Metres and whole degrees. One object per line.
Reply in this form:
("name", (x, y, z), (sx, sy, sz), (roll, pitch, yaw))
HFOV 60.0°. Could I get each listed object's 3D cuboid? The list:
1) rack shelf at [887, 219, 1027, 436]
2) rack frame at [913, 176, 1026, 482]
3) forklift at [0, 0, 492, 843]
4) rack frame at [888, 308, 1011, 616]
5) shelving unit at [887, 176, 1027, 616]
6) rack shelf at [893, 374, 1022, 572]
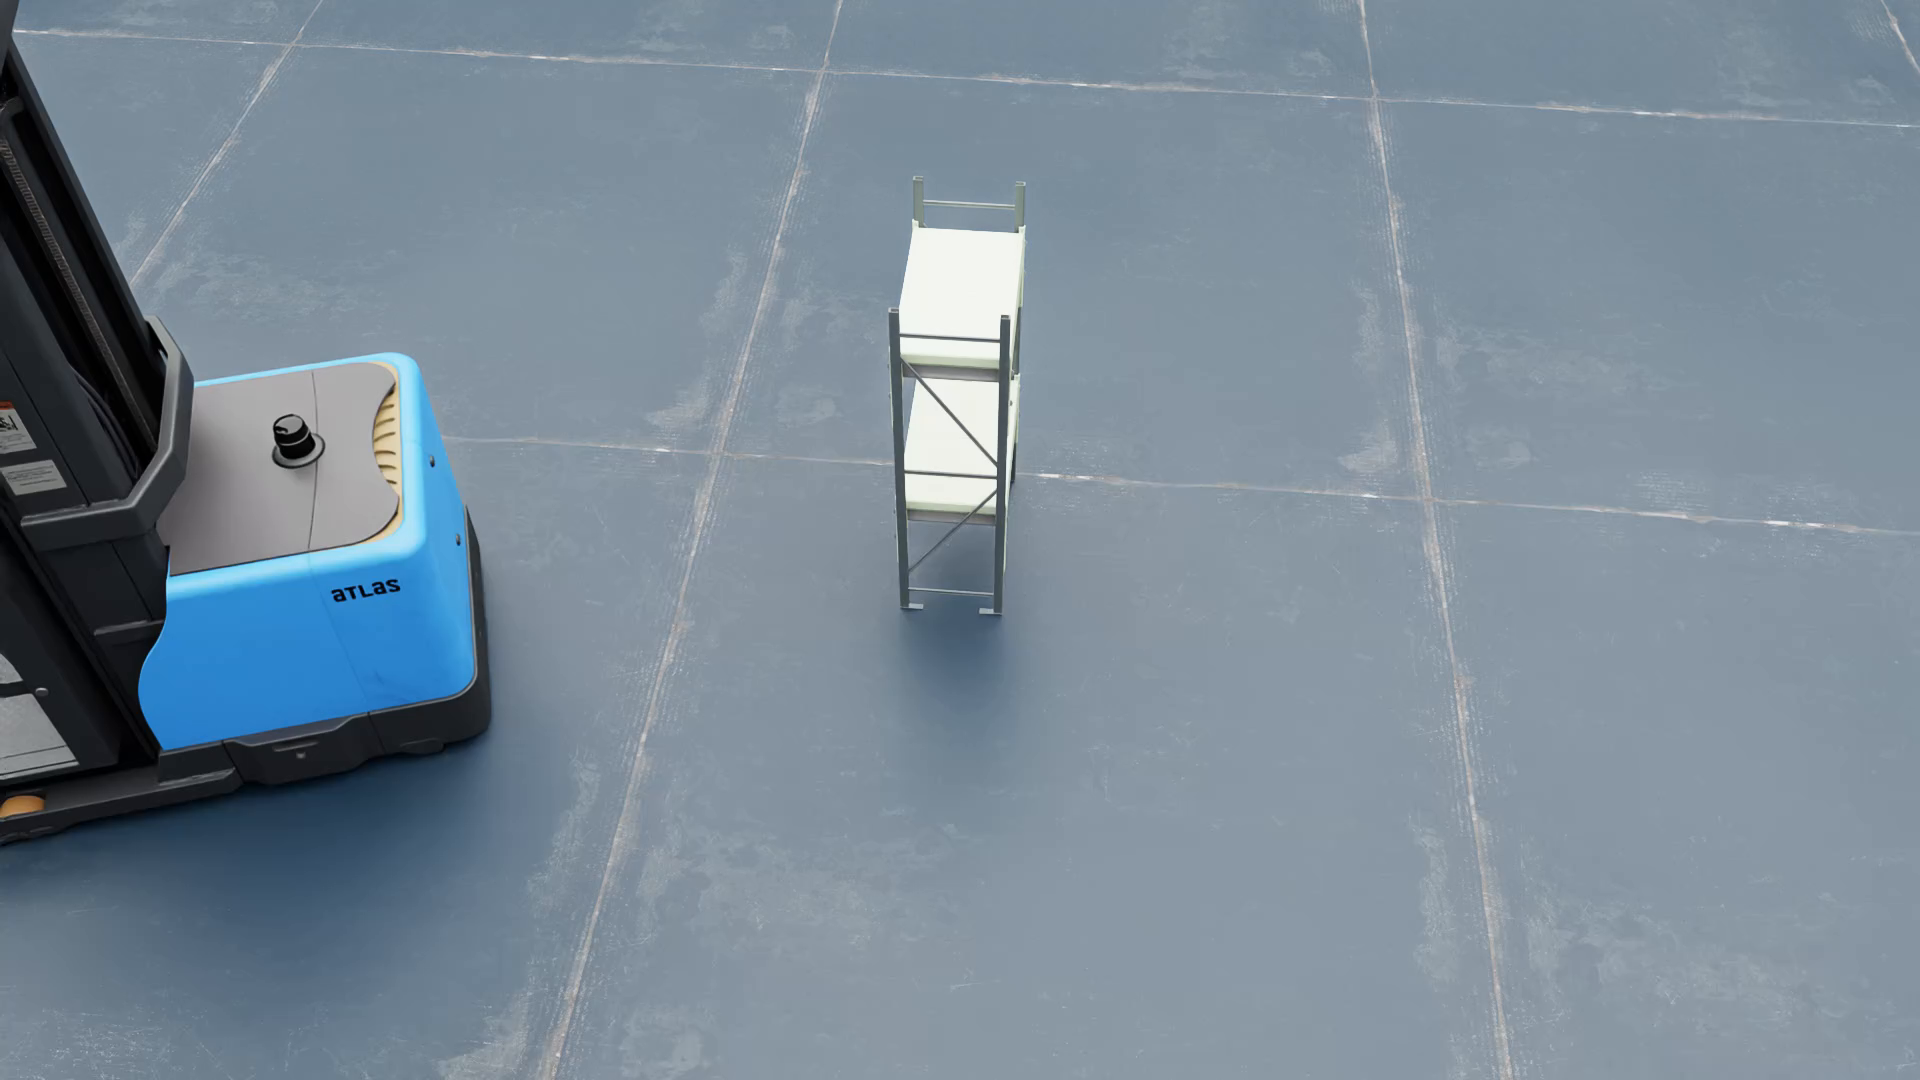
("rack shelf", (-0.001, -0.765, 5.930), (0.431, 0.370, 0.720), (4, 48, 4))
("rack frame", (0.033, -0.770, 6.464), (0.400, 1.500, 0.023), (4, 48, 4))
("forklift", (-3.291, -0.342, 5.103), (3.031, 2.935, 1.130), (-10, 48, -9))
("rack frame", (-0.034, -0.232, 5.972), (0.400, 1.500, 0.023), (4, 48, 4))
("shelving unit", (-0.001, -0.501, 6.218), (0.431, 1.500, 0.755), (4, 48, 4))
("rack shelf", (-0.001, -0.281, 6.459), (0.431, 0.370, 0.720), (4, 48, 4))
